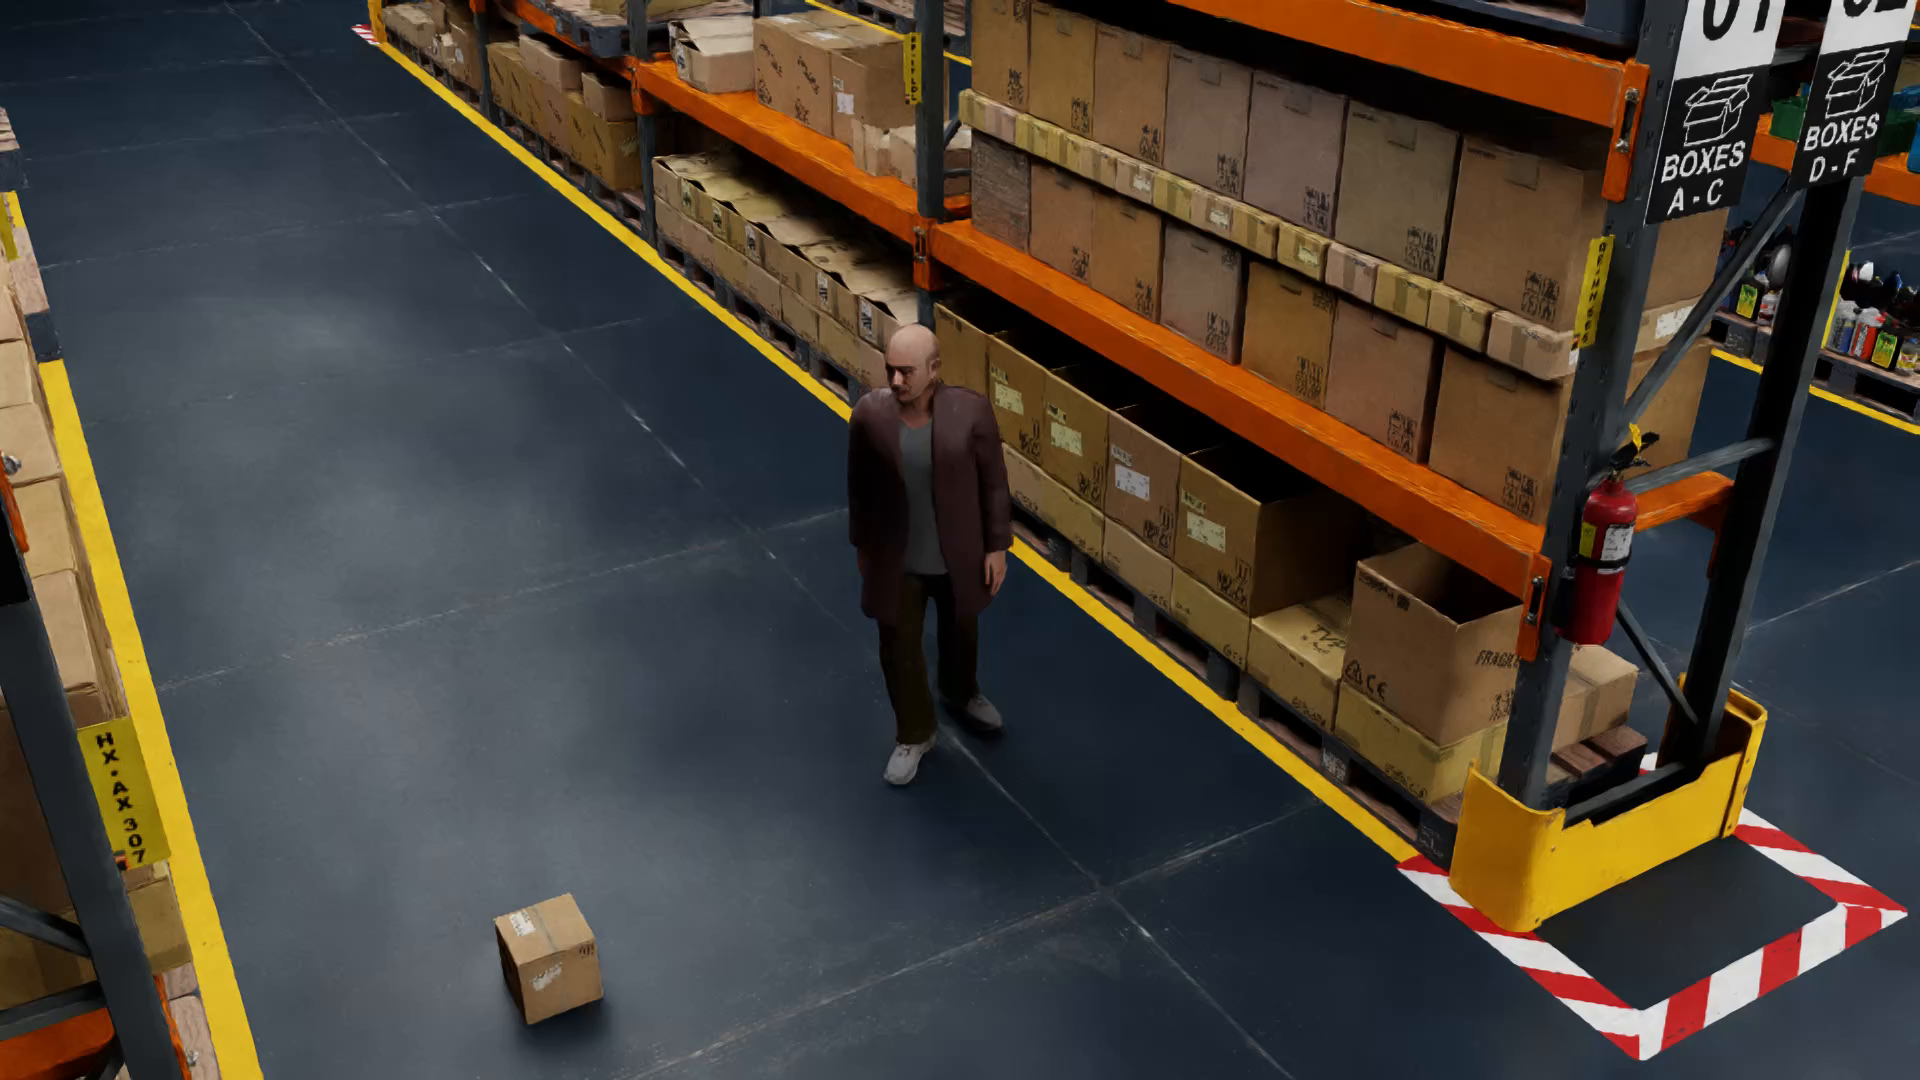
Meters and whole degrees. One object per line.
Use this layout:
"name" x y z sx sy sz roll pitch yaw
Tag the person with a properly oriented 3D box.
"person" -0.107 0.017 6.111 0.608 1.769 0.641 2 29 3
